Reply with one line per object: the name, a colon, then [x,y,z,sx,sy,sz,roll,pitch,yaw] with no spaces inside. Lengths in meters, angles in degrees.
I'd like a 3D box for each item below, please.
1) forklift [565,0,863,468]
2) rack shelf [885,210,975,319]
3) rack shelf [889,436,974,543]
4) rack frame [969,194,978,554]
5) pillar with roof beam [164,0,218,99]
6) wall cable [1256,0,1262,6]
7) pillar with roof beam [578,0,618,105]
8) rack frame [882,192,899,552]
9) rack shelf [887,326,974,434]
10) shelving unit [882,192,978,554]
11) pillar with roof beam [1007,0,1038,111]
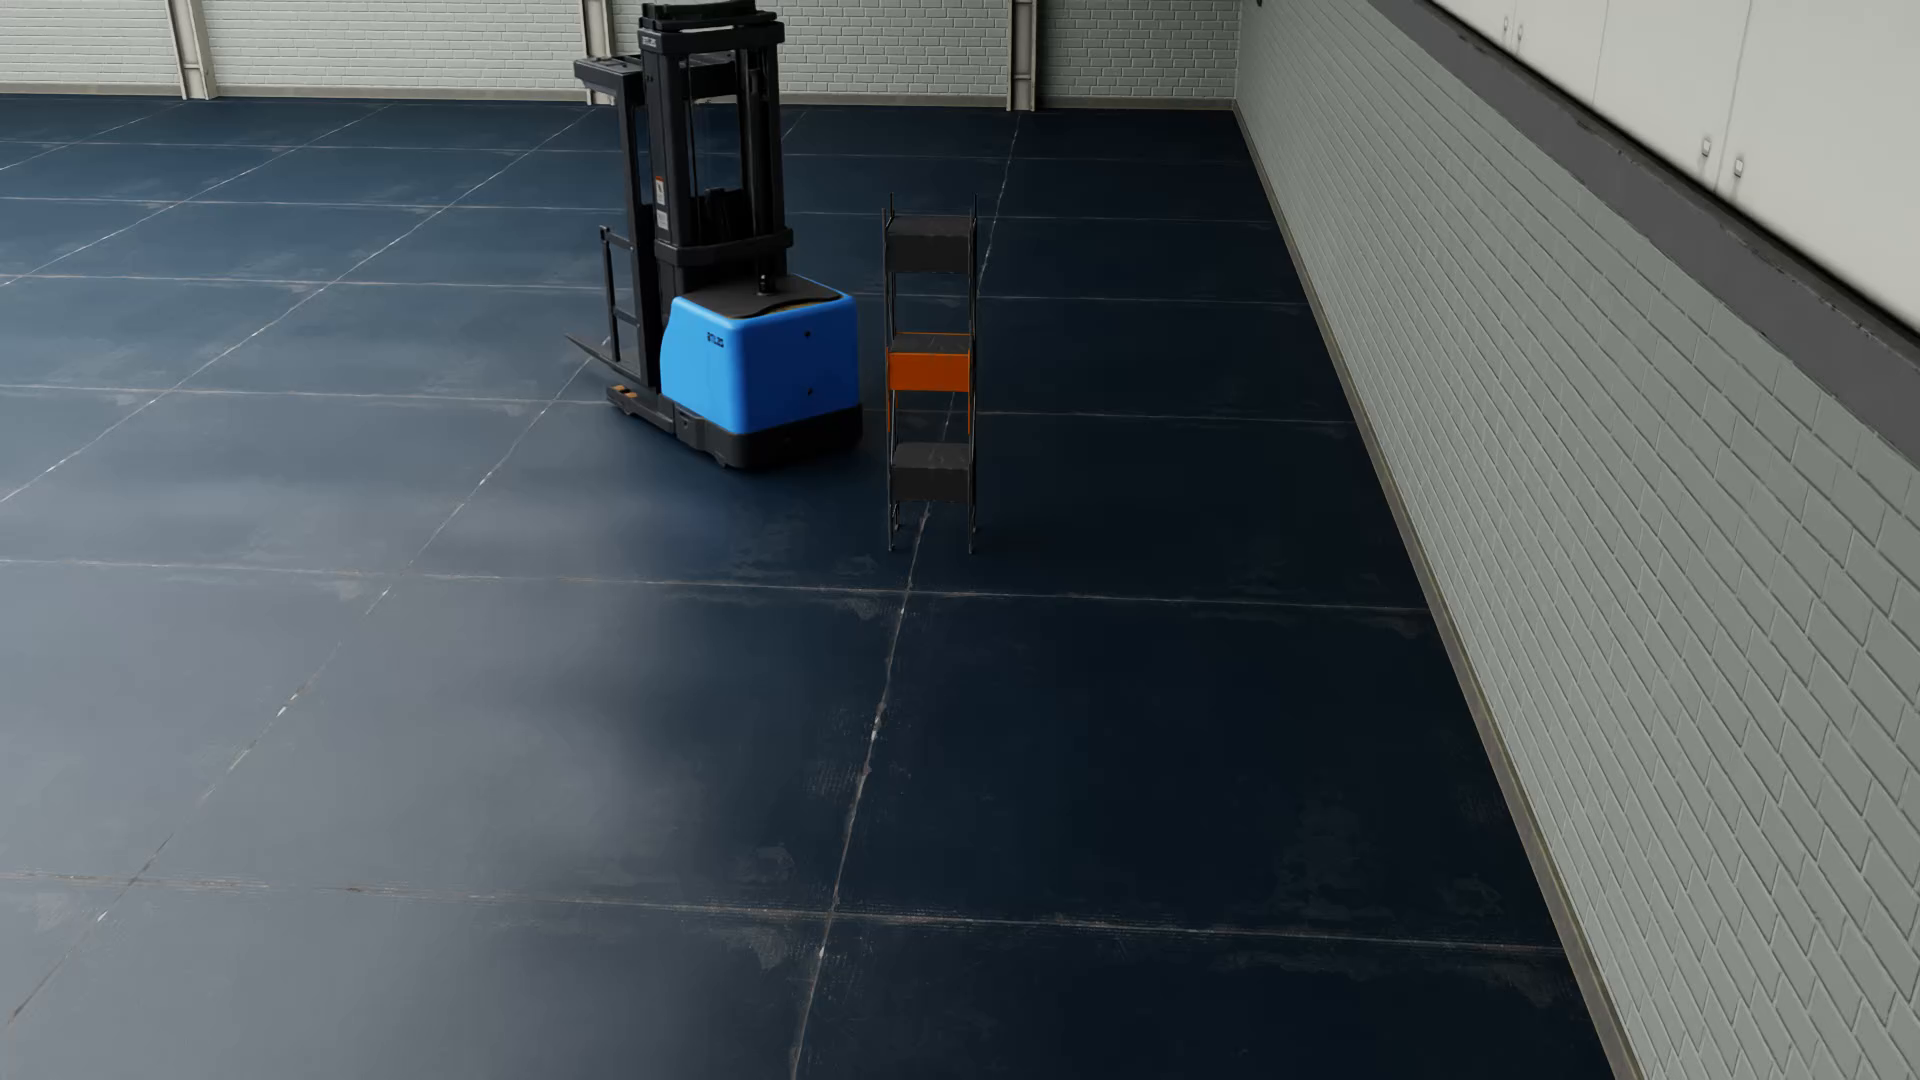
forklift: [-1.978,-2.364,11.881,1.130,2.935,3.031,-18,30,-34]
rack shelf: [-0.165,-1.583,9.536,0.480,0.518,0.431,2,25,4]
rack shelf: [-0.165,-0.311,10.121,0.480,0.518,0.431,2,25,4]
rack frame: [0.078,-0.951,9.806,0.015,2.100,0.400,2,25,4]
pillar with roof beam: [-11.428,-8.765,18.532,0.400,9.000,9.100,2,25,4]
wall cable: [3.702,-8.119,20.843,0.112,2.526,3.097,2,25,4]
pillar with roof beam: [-5.446,-8.573,18.115,0.400,9.000,9.100,2,25,4]
rack frame: [-0.408,-0.967,9.840,0.015,2.100,0.400,2,25,4]
rack shelf: [-0.165,-0.947,9.828,0.480,0.518,0.431,2,25,4]
shelving unit: [-0.165,-0.959,9.823,0.503,2.100,0.431,2,25,4]
pillar with roof beam: [0.536,-8.381,17.698,0.400,9.000,9.100,2,25,4]
